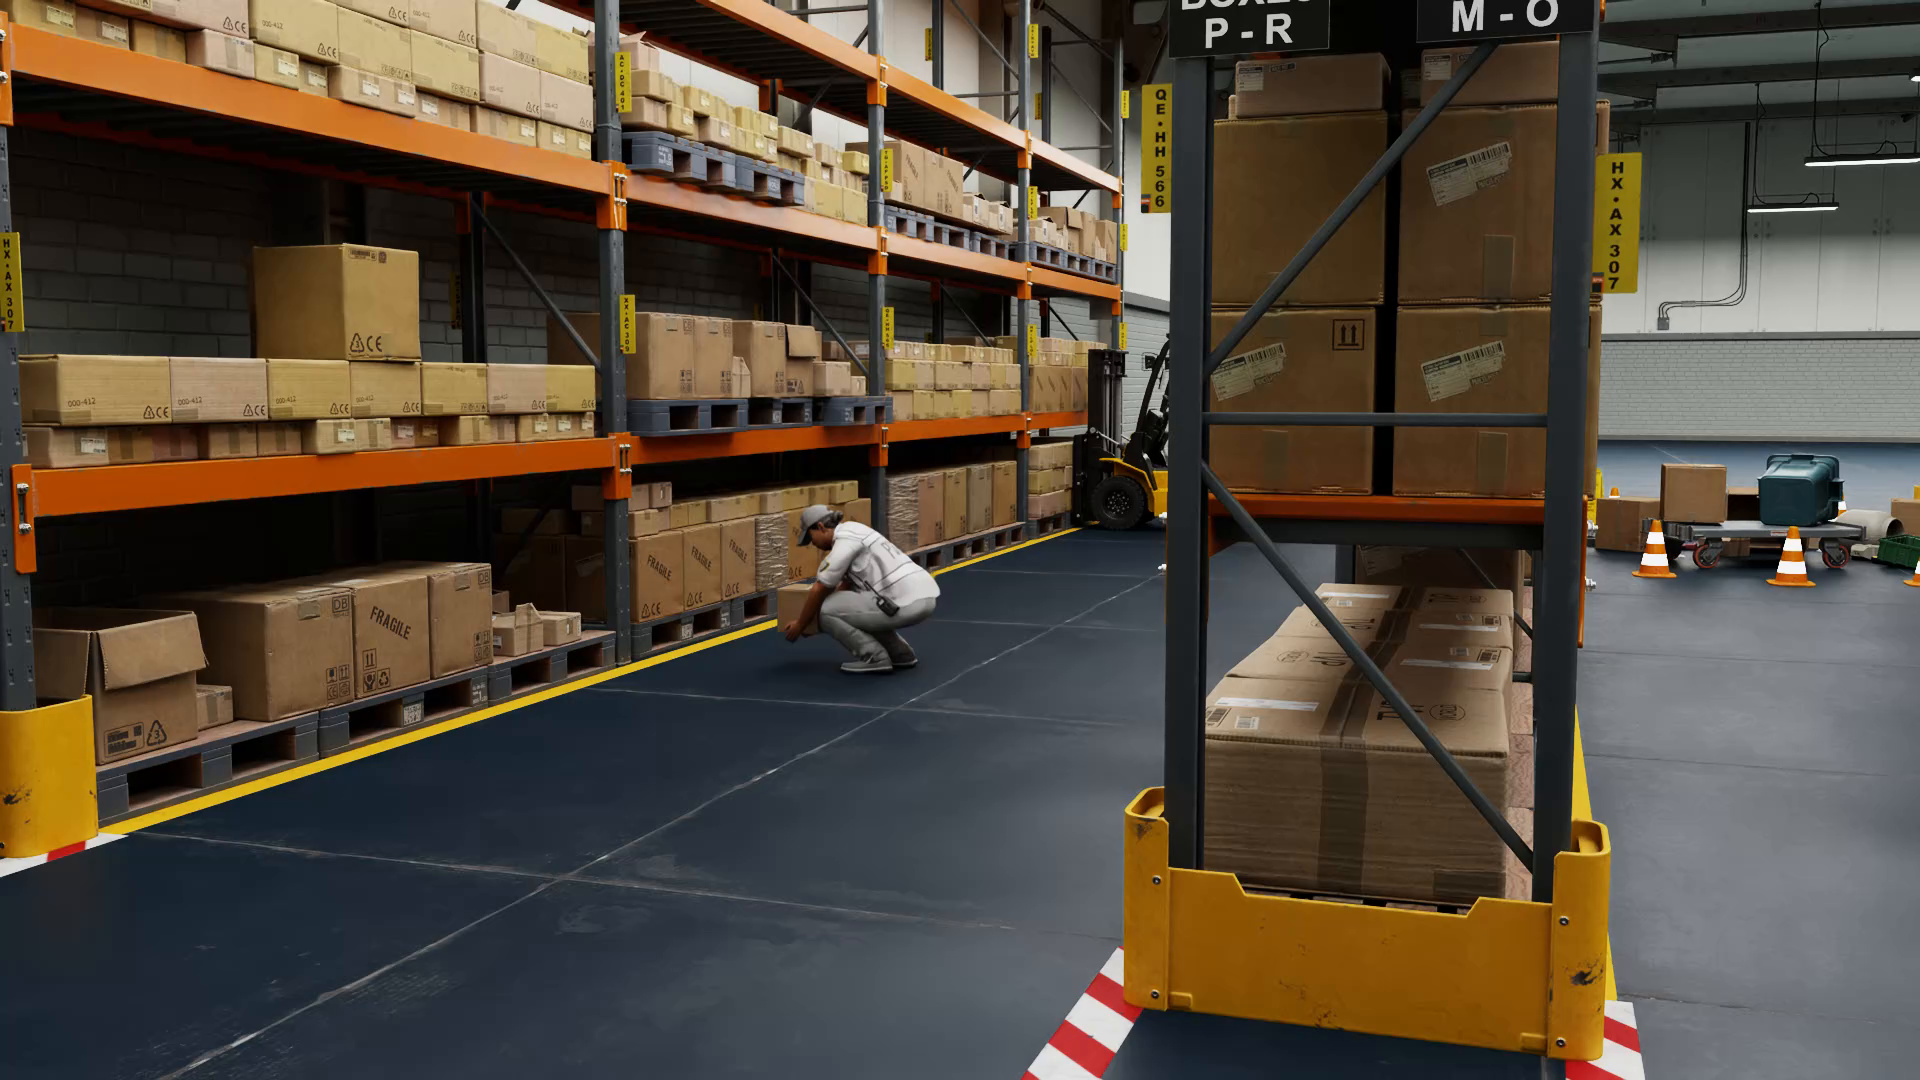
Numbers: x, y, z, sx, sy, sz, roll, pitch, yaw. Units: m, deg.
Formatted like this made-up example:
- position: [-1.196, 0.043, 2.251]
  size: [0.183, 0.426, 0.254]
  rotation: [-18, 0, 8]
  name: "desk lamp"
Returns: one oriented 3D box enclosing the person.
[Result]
- position: [-0.547, 0.269, 9.361]
  size: [0.845, 0.937, 0.518]
  rotation: [2, 6, 19]
  name: "person"
